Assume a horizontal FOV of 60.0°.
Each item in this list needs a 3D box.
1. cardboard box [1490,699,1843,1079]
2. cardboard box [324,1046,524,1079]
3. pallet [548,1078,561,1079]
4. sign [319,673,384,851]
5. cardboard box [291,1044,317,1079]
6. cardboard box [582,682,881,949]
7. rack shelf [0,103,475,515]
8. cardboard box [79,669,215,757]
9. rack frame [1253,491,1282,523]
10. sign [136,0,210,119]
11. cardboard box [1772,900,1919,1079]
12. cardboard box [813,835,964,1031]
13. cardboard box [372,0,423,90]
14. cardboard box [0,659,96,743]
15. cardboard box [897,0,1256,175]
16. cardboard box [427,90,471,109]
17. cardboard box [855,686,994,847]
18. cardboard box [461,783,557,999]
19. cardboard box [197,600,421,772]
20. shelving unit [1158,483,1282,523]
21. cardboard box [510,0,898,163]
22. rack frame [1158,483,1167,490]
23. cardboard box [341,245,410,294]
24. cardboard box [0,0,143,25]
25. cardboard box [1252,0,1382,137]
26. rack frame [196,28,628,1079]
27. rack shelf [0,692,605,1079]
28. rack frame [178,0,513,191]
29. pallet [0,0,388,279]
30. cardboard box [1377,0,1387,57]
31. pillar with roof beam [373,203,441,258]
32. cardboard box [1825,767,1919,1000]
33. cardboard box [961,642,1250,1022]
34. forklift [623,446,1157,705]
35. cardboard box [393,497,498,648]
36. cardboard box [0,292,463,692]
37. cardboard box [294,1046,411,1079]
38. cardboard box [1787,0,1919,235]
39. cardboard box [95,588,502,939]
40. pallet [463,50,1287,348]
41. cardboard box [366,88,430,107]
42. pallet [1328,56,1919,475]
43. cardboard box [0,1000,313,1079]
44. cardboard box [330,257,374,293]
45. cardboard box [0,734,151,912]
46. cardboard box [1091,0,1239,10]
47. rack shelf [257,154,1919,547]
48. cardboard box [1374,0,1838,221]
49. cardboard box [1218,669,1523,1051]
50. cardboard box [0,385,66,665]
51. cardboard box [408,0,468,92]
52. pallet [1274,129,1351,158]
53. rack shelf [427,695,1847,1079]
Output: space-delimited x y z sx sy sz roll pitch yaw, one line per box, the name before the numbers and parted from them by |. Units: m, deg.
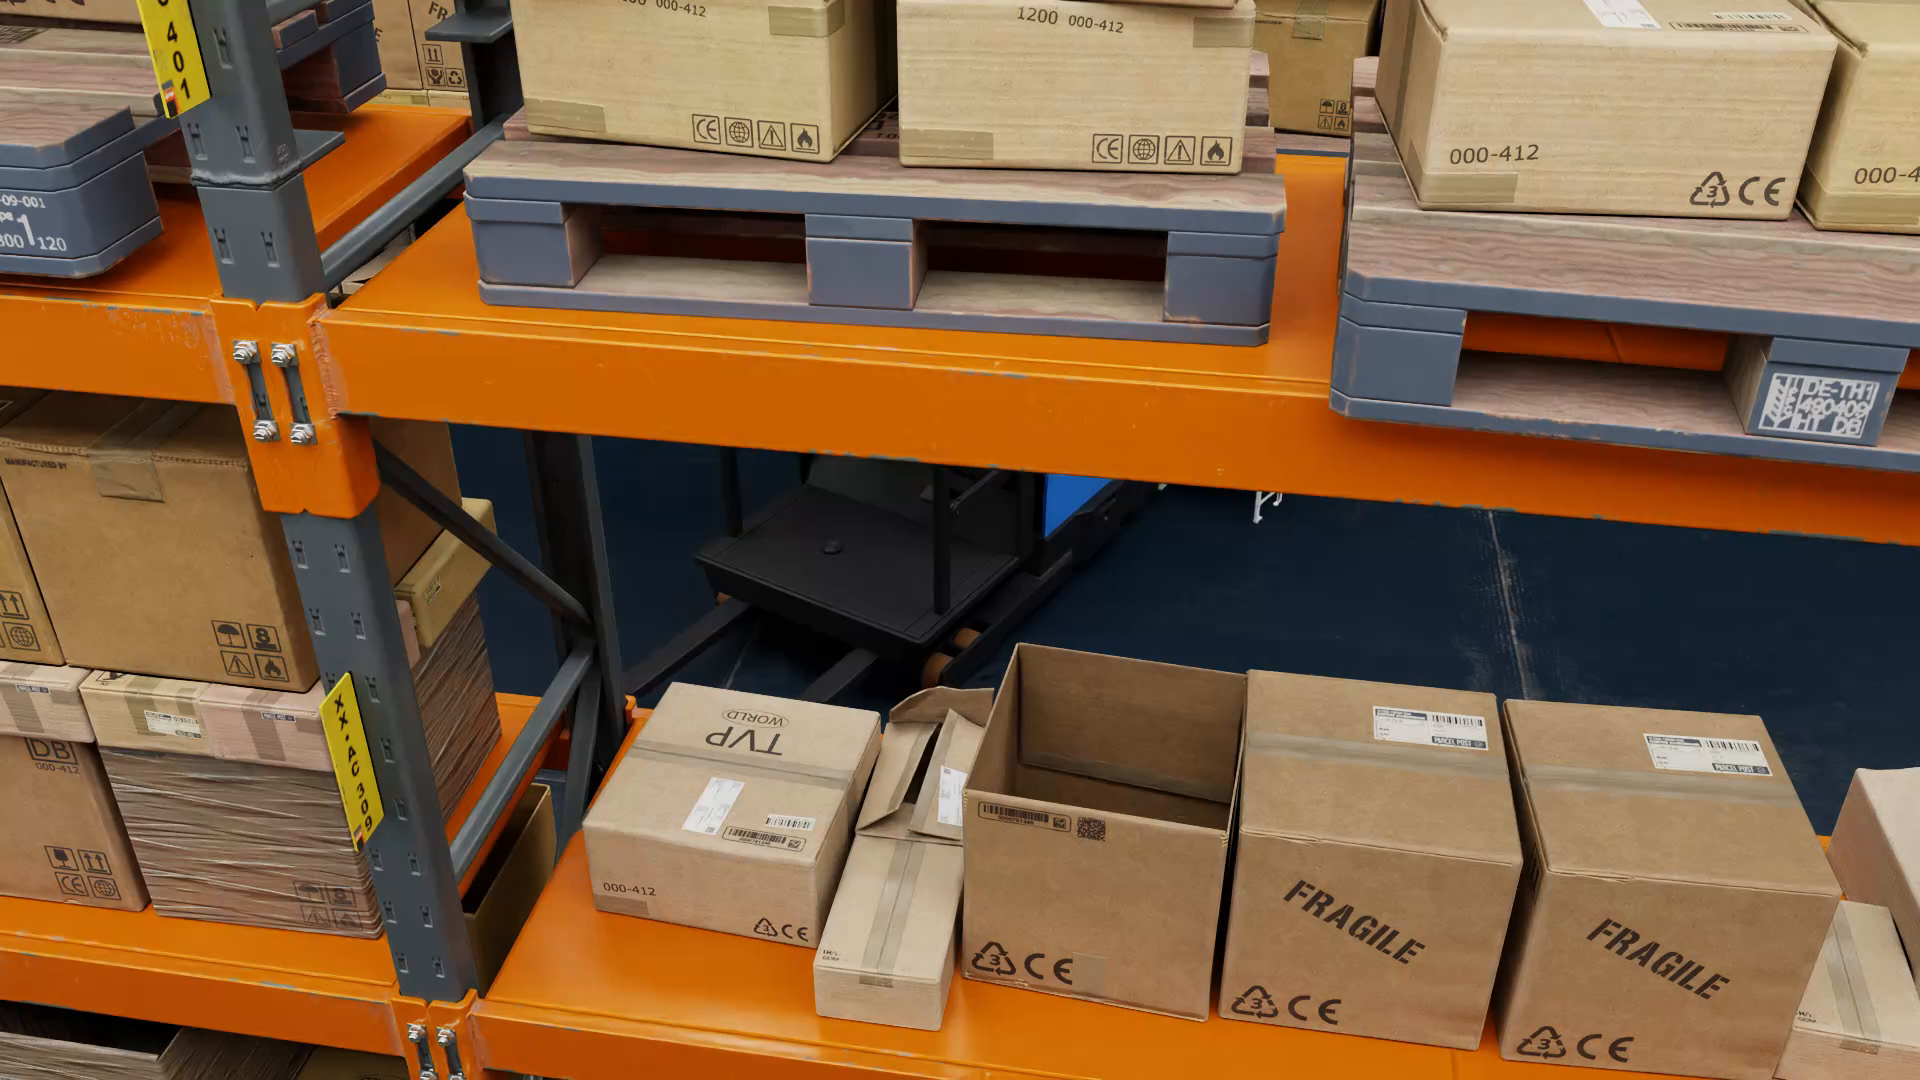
cardboard box | 1.316 0.675 3.251 0.500 0.500 0.500 3 32 6
cardboard box | -1.376 1.289 4.560 0.500 0.250 0.500 5 32 8
pallet | -1.747 1.590 4.510 1.213 0.211 1.003 5 32 8
sign | -1.062 0.391 2.907 0.005 0.325 0.100 5 32 8
cardboard box | -1.955 1.512 4.203 0.500 0.250 0.500 5 32 8
cardboard box | -0.477 0.586 3.628 0.500 0.250 0.500 7 33 11
rack shelf | -2.941 -0.644 3.302 4.000 0.370 1.077 5 32 8
cardboard box | -1.517 0.249 3.320 0.250 0.149 0.380 5 32 7
rack frame | 1.379 -0.636 7.135 0.015 1.200 0.240 22 38 30
sign | -1.062 -0.733 2.204 0.005 0.325 0.100 5 32 8
cardboard box | 1.707 0.880 3.253 0.250 0.149 0.380 8 33 12
cardboard box | -0.131 0.794 3.392 0.250 0.149 0.380 5 32 8
cardboard box | -2.669 -2.411 7.691 0.500 0.500 0.500 4 32 7
cardboard box | -1.776 0.226 3.355 0.250 0.149 0.380 4 32 7
cardboard box | 0.178 -0.777 2.583 0.500 0.250 0.500 2 32 3
cardboard box | -2.142 -2.049 7.818 0.500 0.250 0.500 5 32 9
cardboard box | -0.072 0.541 3.686 0.258 0.266 0.396 4 32 7
cardboard box | -1.374 0.966 4.369 0.500 0.500 0.500 5 32 8
cardboard box | -1.274 0.272 3.283 0.250 0.149 0.380 5 32 8
shelving unit | 1.183 -0.714 7.259 0.503 1.200 0.258 22 38 30
cardboard box | -0.364 -0.825 2.659 0.500 0.250 0.500 8 33 13
rack frame | 0.988 -0.791 7.382 0.015 1.200 0.240 22 38 30
cardboard box | -2.854 -1.334 8.674 0.500 0.311 0.500 8 33 12
cardboard box | -1.422 -1.233 2.943 0.500 0.500 0.500 8 33 12
cardboard box | 1.560 -2.159 7.364 0.500 0.500 0.700 10 33 15
rack frame | -0.970 0.501 3.622 0.127 3.000 1.000 5 32 8
rack shelf | -2.941 0.628 4.098 4.000 0.370 1.077 5 32 8
rack frame | -0.970 -2.042 2.030 0.127 3.000 1.000 5 32 8
pallet | -1.815 -0.795 2.950 1.213 0.211 1.003 5 32 8
cardboard box | 2.106 -2.098 7.266 0.500 0.500 0.700 5 32 8
pillar with roof beam | -3.972 -3.128 3.766 0.400 9.000 9.100 5 32 8
cardboard box | 2.124 0.715 3.365 0.500 0.311 0.500 5 32 8
cardboard box | 0.304 0.583 3.397 0.500 0.500 0.500 7 33 12
forklift | -0.335 -0.934 5.980 1.130 2.935 3.031 19 37 28
cardboard box | -1.202 0.059 3.624 0.250 0.149 0.380 5 32 8
cardboard box | -1.408 -0.127 3.309 0.500 0.500 0.700 5 32 8
cardboard box | -1.464 1.562 4.124 0.500 0.250 0.500 5 32 8
cardboard box | 1.435 -0.633 2.353 0.500 0.250 0.500 5 32 7
cardboard box | -1.408 0.422 3.654 0.500 0.500 0.700 4 32 7
pallet | -0.098 -0.617 2.762 1.217 0.209 0.805 4 32 6
cardboard box | -2.640 -2.095 7.892 0.500 0.250 0.500 5 32 7
pallet | 1.186 -0.445 2.485 1.213 0.211 1.003 7 33 10
cardboard box | -1.955 1.193 4.006 0.500 0.500 0.500 5 32 8
cardboard box | -3.416 -1.385 8.755 0.500 0.311 0.500 2 32 3
cardboard box | -1.929 0.379 3.723 0.500 0.500 0.700 5 32 8
cardboard box | 0.197 -1.088 2.373 0.500 0.500 0.500 8 33 13
rack shelf | 1.002 -0.287 2.732 4.000 0.370 1.077 5 32 8
cardboard box | 0.905 -0.682 2.431 0.500 0.250 0.500 3 32 4
cardboard box | 0.797 0.628 3.326 0.500 0.500 0.500 5 32 8
cardboard box | -1.907 -0.172 3.380 0.500 0.500 0.700 5 32 8
cardboard box | -2.159 -2.371 7.627 0.500 0.500 0.500 6 33 10
pallet | 1.845 -1.807 7.490 1.213 0.211 1.003 5 32 8
rack shelf | 1.002 0.985 3.528 4.000 0.370 1.077 5 32 8
